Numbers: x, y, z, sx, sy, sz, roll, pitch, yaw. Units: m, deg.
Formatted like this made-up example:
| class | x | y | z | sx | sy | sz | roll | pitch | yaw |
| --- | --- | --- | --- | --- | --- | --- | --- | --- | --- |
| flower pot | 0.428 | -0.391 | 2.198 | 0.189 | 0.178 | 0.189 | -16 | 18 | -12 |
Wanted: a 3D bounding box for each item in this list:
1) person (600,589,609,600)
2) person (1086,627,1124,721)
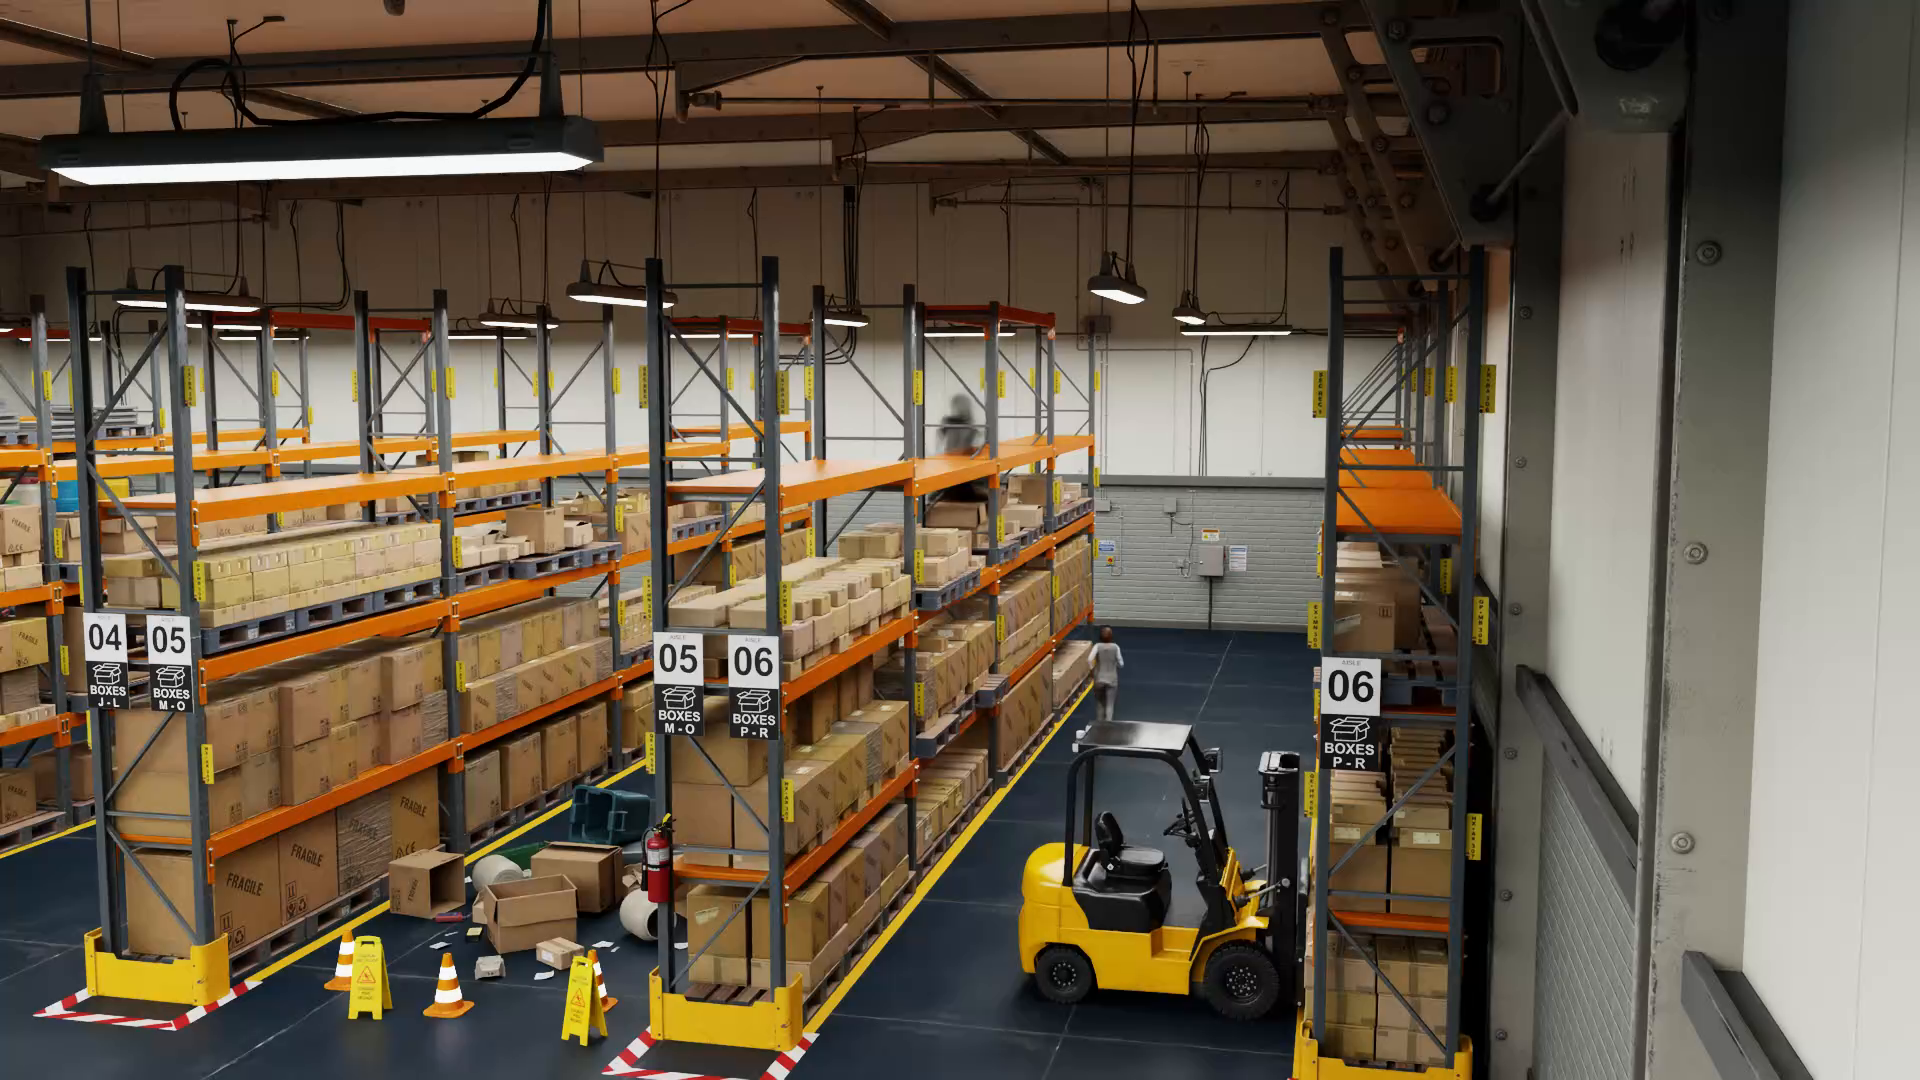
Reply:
| class | x | y | z | sx | sy | sz | roll | pitch | yaw |
| --- | --- | --- | --- | --- | --- | --- | --- | --- | --- |
| person | -5.605 | 1.640 | 26.484 | 0.726 | 1.740 | 0.796 | 2 | 6 | 20 |
| person | 2.021 | 2.011 | 23.140 | 0.522 | 1.622 | 0.770 | 1 | 6 | 6 |
